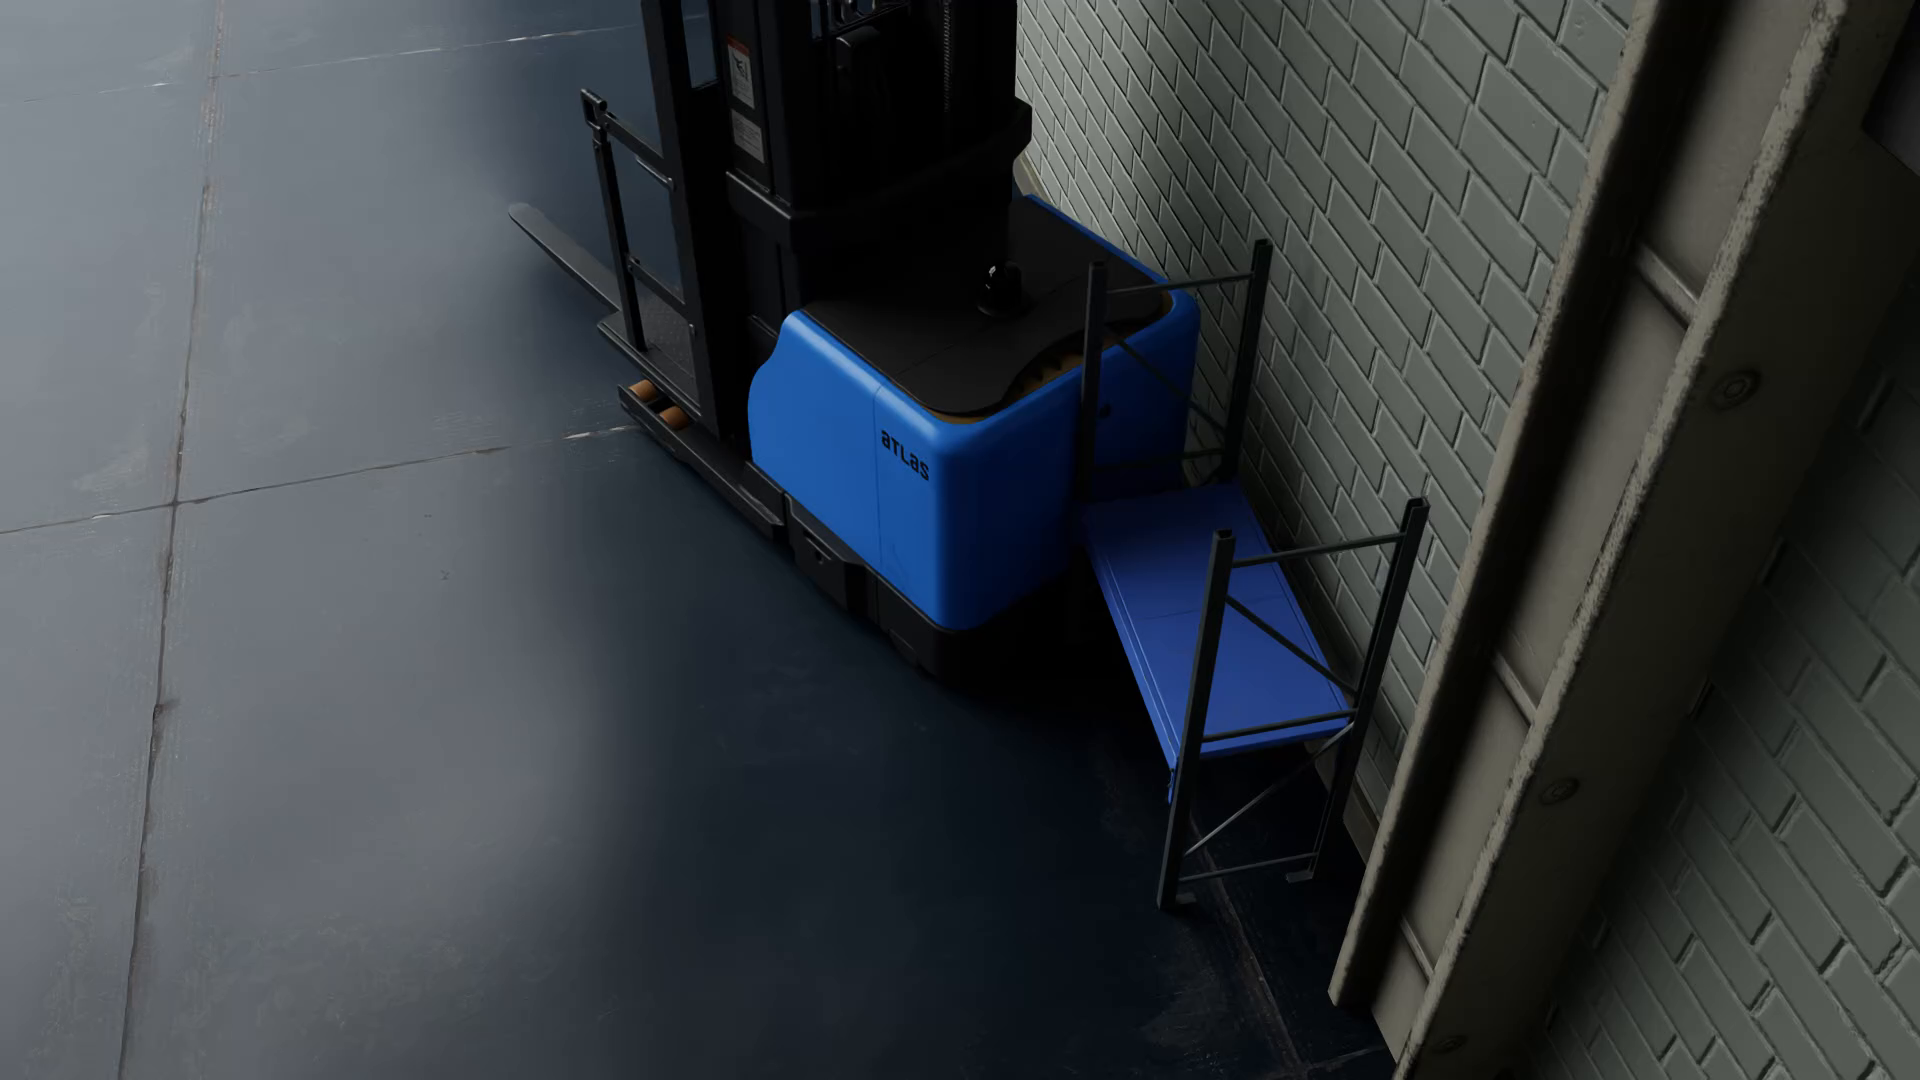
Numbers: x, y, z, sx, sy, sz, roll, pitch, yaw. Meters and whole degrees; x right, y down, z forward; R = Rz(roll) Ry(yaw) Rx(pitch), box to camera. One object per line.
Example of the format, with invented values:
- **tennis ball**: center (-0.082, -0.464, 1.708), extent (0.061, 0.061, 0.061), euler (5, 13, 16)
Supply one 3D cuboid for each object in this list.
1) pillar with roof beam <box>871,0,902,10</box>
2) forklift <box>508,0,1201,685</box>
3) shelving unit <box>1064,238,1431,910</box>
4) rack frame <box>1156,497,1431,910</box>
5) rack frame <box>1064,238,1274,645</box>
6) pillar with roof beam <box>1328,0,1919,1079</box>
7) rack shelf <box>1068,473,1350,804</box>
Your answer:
- **pillar with roof beam**: center (-4.495, -5.169, 4.515), extent (9.100, 9.000, 0.400), euler (-11, 47, -10)
- **forklift**: center (-0.602, -1.555, 5.222), extent (1.130, 2.935, 3.031), euler (-32, 53, -27)
- **shelving unit**: center (0.697, 0.122, 4.581), extent (0.538, 1.500, 1.048), euler (-9, 46, -9)
- **rack frame**: center (0.807, 0.476, 4.233), extent (0.500, 1.500, 0.032), euler (-9, 46, -9)
- **rack frame**: center (0.587, -0.233, 4.928), extent (0.500, 1.500, 0.032), euler (-9, 46, -9)
- **pillar with roof beam**: center (-2.959, -1.026, 0.455), extent (9.100, 9.000, 0.400), euler (-11, 47, -10)
- **rack shelf**: center (0.697, 0.248, 4.709), extent (0.538, 0.185, 1.000), euler (-9, 46, -9)
